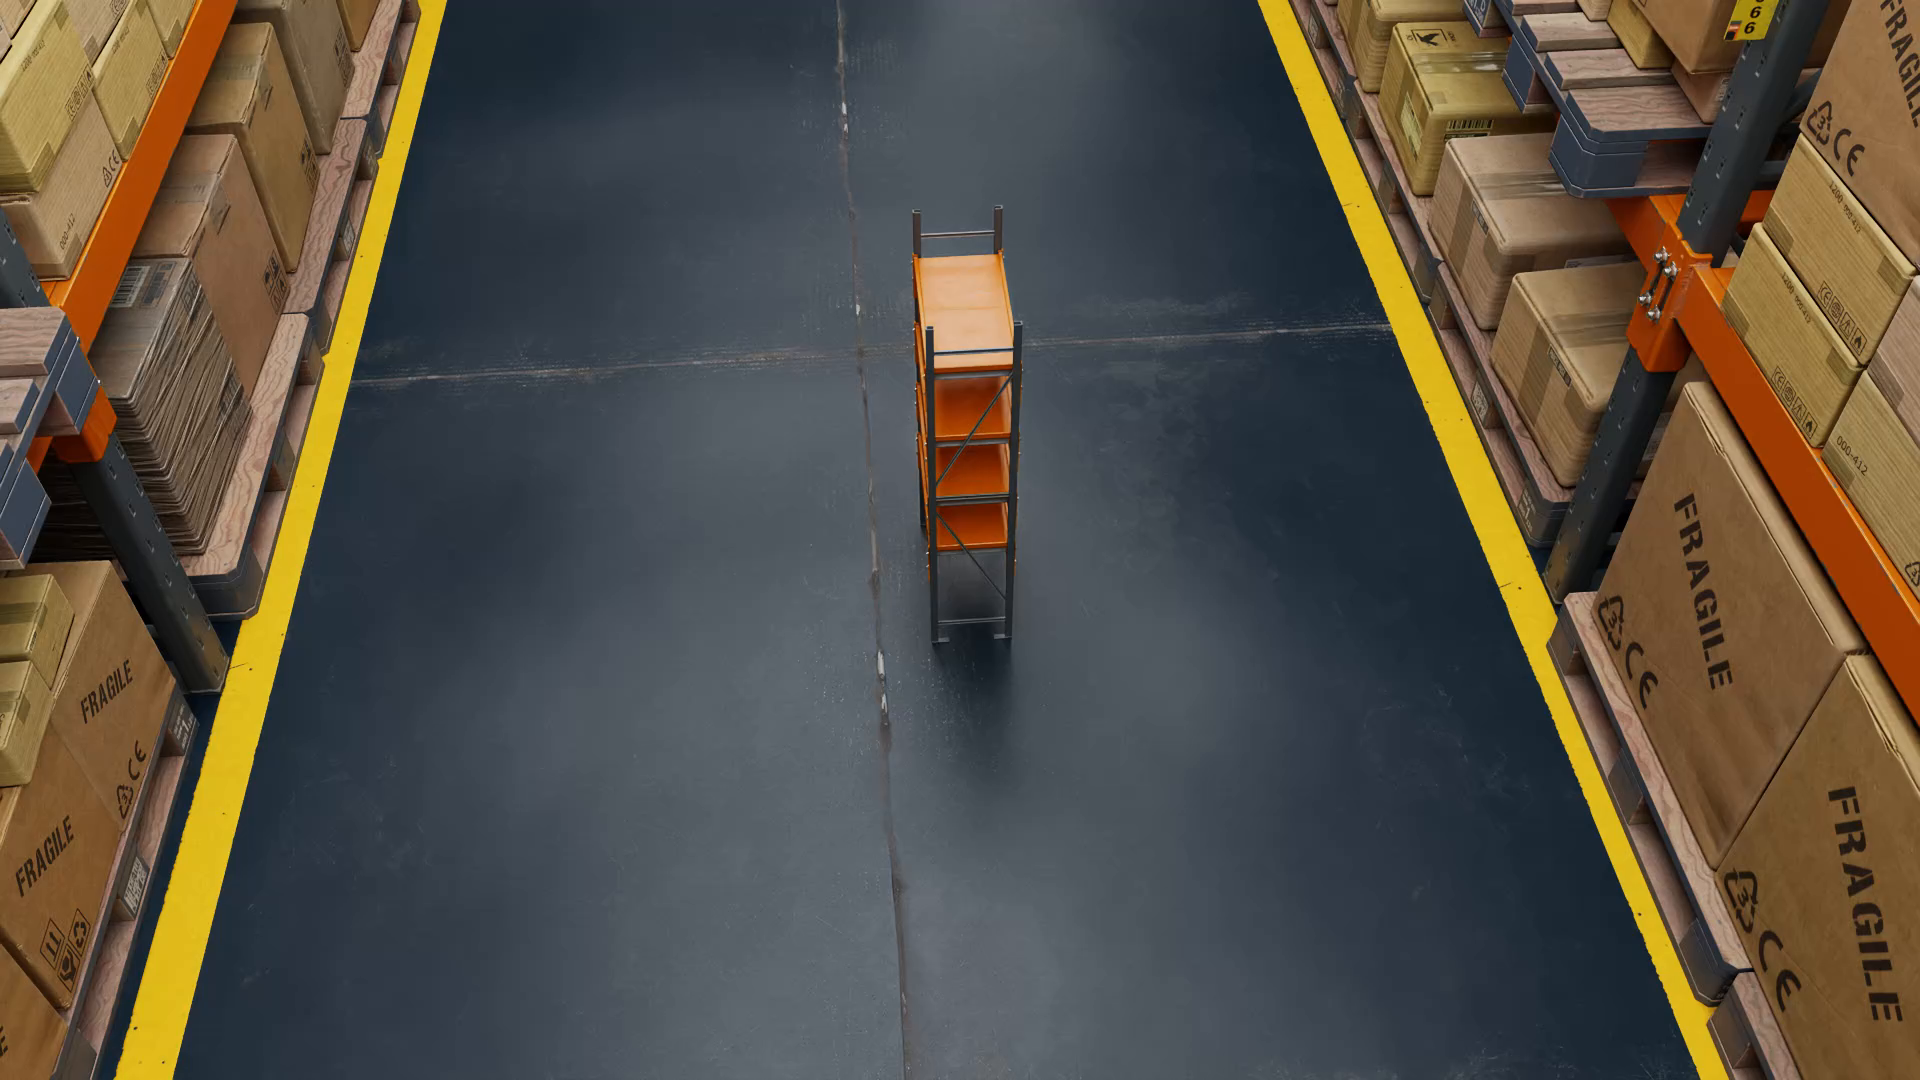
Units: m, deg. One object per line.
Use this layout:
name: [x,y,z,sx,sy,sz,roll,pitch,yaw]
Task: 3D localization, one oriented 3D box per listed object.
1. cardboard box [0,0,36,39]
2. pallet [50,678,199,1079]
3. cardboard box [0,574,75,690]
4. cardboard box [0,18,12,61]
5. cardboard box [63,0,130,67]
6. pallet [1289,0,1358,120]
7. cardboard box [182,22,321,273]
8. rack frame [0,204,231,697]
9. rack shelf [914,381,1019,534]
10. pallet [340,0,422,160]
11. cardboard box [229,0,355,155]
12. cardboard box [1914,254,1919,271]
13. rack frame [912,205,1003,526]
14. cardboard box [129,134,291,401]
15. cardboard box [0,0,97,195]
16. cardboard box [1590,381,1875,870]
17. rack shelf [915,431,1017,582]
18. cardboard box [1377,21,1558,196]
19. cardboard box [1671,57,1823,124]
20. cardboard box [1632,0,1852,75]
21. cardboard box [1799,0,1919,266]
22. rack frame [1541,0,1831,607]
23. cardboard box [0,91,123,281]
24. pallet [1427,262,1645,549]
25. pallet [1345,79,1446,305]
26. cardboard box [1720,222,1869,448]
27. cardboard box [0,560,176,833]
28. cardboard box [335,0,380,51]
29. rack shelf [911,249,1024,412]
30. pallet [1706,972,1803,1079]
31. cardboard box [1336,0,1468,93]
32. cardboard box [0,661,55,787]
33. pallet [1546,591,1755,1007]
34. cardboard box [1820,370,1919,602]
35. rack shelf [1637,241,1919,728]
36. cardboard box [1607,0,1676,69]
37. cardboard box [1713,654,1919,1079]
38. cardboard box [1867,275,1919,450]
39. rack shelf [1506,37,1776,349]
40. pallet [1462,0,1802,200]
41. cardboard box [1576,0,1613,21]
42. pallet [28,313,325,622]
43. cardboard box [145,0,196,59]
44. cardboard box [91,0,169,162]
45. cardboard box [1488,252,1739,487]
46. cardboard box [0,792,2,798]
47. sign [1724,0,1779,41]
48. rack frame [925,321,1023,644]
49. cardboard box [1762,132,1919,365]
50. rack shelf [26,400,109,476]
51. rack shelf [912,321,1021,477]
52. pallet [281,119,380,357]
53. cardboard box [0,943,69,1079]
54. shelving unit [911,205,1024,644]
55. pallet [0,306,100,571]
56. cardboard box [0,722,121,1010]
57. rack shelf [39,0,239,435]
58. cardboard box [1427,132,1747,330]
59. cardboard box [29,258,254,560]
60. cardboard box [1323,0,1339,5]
cardboard box: [-2.403,-1.297,3.897,0.380,0.149,0.250,-3,47,-2]
pallet: [-2.621,0.903,4.250,1.003,0.211,1.213,-3,47,-3]
cardboard box: [-2.352,0.236,3.947,0.380,0.149,0.250,-6,47,-5]
cardboard box: [-2.379,-1.104,3.714,0.380,0.149,0.250,-2,47,-2]
cardboard box: [-2.480,-1.417,4.285,0.500,0.250,0.500,-2,47,-2]
pallet: [2.032,-2.275,7.259,1.003,0.211,1.213,-3,47,-3]
cardboard box: [-2.804,-1.338,5.797,0.875,0.625,0.625,-5,47,-5]
rack frame: [-2.646,-0.598,3.751,1.000,3.000,0.127,-3,47,-3]
rack shelf: [0.014,-0.247,4.750,0.258,0.148,0.480,-3,47,-3]
pallet: [-2.880,-2.003,7.002,1.003,0.211,1.213,-3,47,-3]
cardboard box: [-2.869,-1.882,6.312,0.875,0.625,0.625,-4,47,-4]
cardboard box: [2.149,-0.551,2.948,0.500,0.500,0.500,-3,47,-3]
rack frame: [-0.007,-0.469,4.868,0.240,1.200,0.015,-3,47,-3]
cardboard box: [-2.747,-0.851,5.336,0.875,0.625,0.625,-2,47,-2]
cardboard box: [-2.415,-1.056,3.943,0.500,0.250,0.500,-4,47,-3]
cardboard box: [2.275,0.188,4.180,0.875,0.875,0.875,-4,47,-4]
rack shelf: [0.014,-0.110,4.894,0.258,0.148,0.480,-3,47,-3]
cardboard box: [2.135,-1.636,6.254,0.950,0.372,0.625,-2,47,-2]
cardboard box: [2.038,-1.184,4.189,0.380,0.149,0.250,-2,47,-2]
cardboard box: [1.985,-1.496,4.038,0.500,0.500,0.500,-5,47,-4]
cardboard box: [2.098,-0.909,3.288,0.500,0.500,0.500,-5,47,-5]
rack frame: [2.300,-0.903,4.039,1.000,3.000,0.127,-3,47,-3]
cardboard box: [-2.439,-0.883,4.123,0.500,0.250,0.500,-3,47,-3]
pallet: [2.236,-0.510,5.587,1.003,0.211,1.213,-3,47,-3]
pallet: [2.137,-1.390,6.421,1.003,0.211,1.213,-3,47,-3]
cardboard box: [2.090,-0.482,3.744,0.500,0.250,0.500,-4,47,-4]
cardboard box: [-2.396,0.410,4.229,0.500,0.500,0.500,-2,47,-2]
cardboard box: [-2.926,-2.444,6.845,0.875,0.625,0.625,-2,47,-2]
rack shelf: [0.014,-0.563,4.416,0.258,0.148,0.480,-3,47,-3]
pallet: [2.390,1.512,3.673,1.003,0.211,1.213,-3,47,-3]
cardboard box: [2.075,-2.138,6.730,0.950,0.372,0.625,-1,47,-1]
cardboard box: [-2.298,0.431,3.761,0.380,0.149,0.250,-6,47,-5]
pallet: [2.291,0.631,4.507,1.003,0.211,1.213,-3,47,-3]
cardboard box: [2.151,-0.112,3.393,0.500,0.250,0.500,-5,47,-4]
rack shelf: [2.468,0.791,2.930,1.077,0.370,4.000,-3,47,-3]
cardboard box: [1.944,-1.373,4.369,0.380,0.149,0.250,-3,47,-3]
cardboard box: [2.346,0.834,3.569,0.875,0.875,0.875,-3,47,-3]
cardboard box: [2.139,-0.268,3.196,0.500,0.250,0.500,-2,47,-2]
rack shelf: [2.133,-2.103,5.671,1.077,0.370,4.000,-3,47,-3]
pallet: [2.134,-1.346,4.591,1.213,0.211,1.003,-3,47,-3]
cardboard box: [1.878,-1.553,4.539,0.380,0.149,0.250,-4,47,-4]
pallet: [-2.676,-0.238,5.330,1.003,0.211,1.213,-3,47,-3]
cardboard box: [-2.527,-1.619,4.821,0.500,0.250,0.500,-5,47,-5]
cardboard box: [-2.477,-1.247,4.468,0.500,0.250,0.500,-4,47,-4]
cardboard box: [2.263,-0.553,5.228,0.950,0.372,0.625,-6,47,-6]
cardboard box: [-2.320,0.624,3.578,0.380,0.149,0.250,-5,47,-5]
sign: [1.760,-1.234,3.610,0.100,0.325,0.005,-3,47,-3]
rack frame: [0.034,-0.116,4.534,0.240,1.200,0.015,-3,47,-3]
cardboard box: [2.096,-0.642,3.551,0.500,0.250,0.500,-4,47,-4]
rack shelf: [-2.478,1.096,2.642,1.077,0.370,4.000,-3,47,-3]
rack shelf: [0.014,-0.400,4.587,0.258,0.148,0.480,-3,47,-3]
pallet: [-2.775,-1.118,6.164,1.003,0.211,1.213,-3,47,-3]
cardboard box: [-2.318,1.151,3.527,0.500,0.500,0.500,-2,47,-2]
shelving unit: [0.014,-0.293,4.701,0.258,1.200,0.503,-3,47,-3]
pallet: [-2.519,-0.046,3.360,1.213,0.211,1.003,-3,47,-3]
cardboard box: [-2.365,0.772,3.885,0.500,0.500,0.500,-4,47,-4]
rack shelf: [-2.813,-1.798,5.383,1.077,0.370,4.000,-3,47,-3]
cardboard box: [2.193,-1.086,5.734,0.950,0.372,0.625,-4,47,-4]
cardboard box: [-2.684,-0.378,4.889,0.875,0.625,0.625,-2,47,-2]
cardboard box: [2.012,-2.658,7.222,0.950,0.372,0.625,-3,47,-3]
